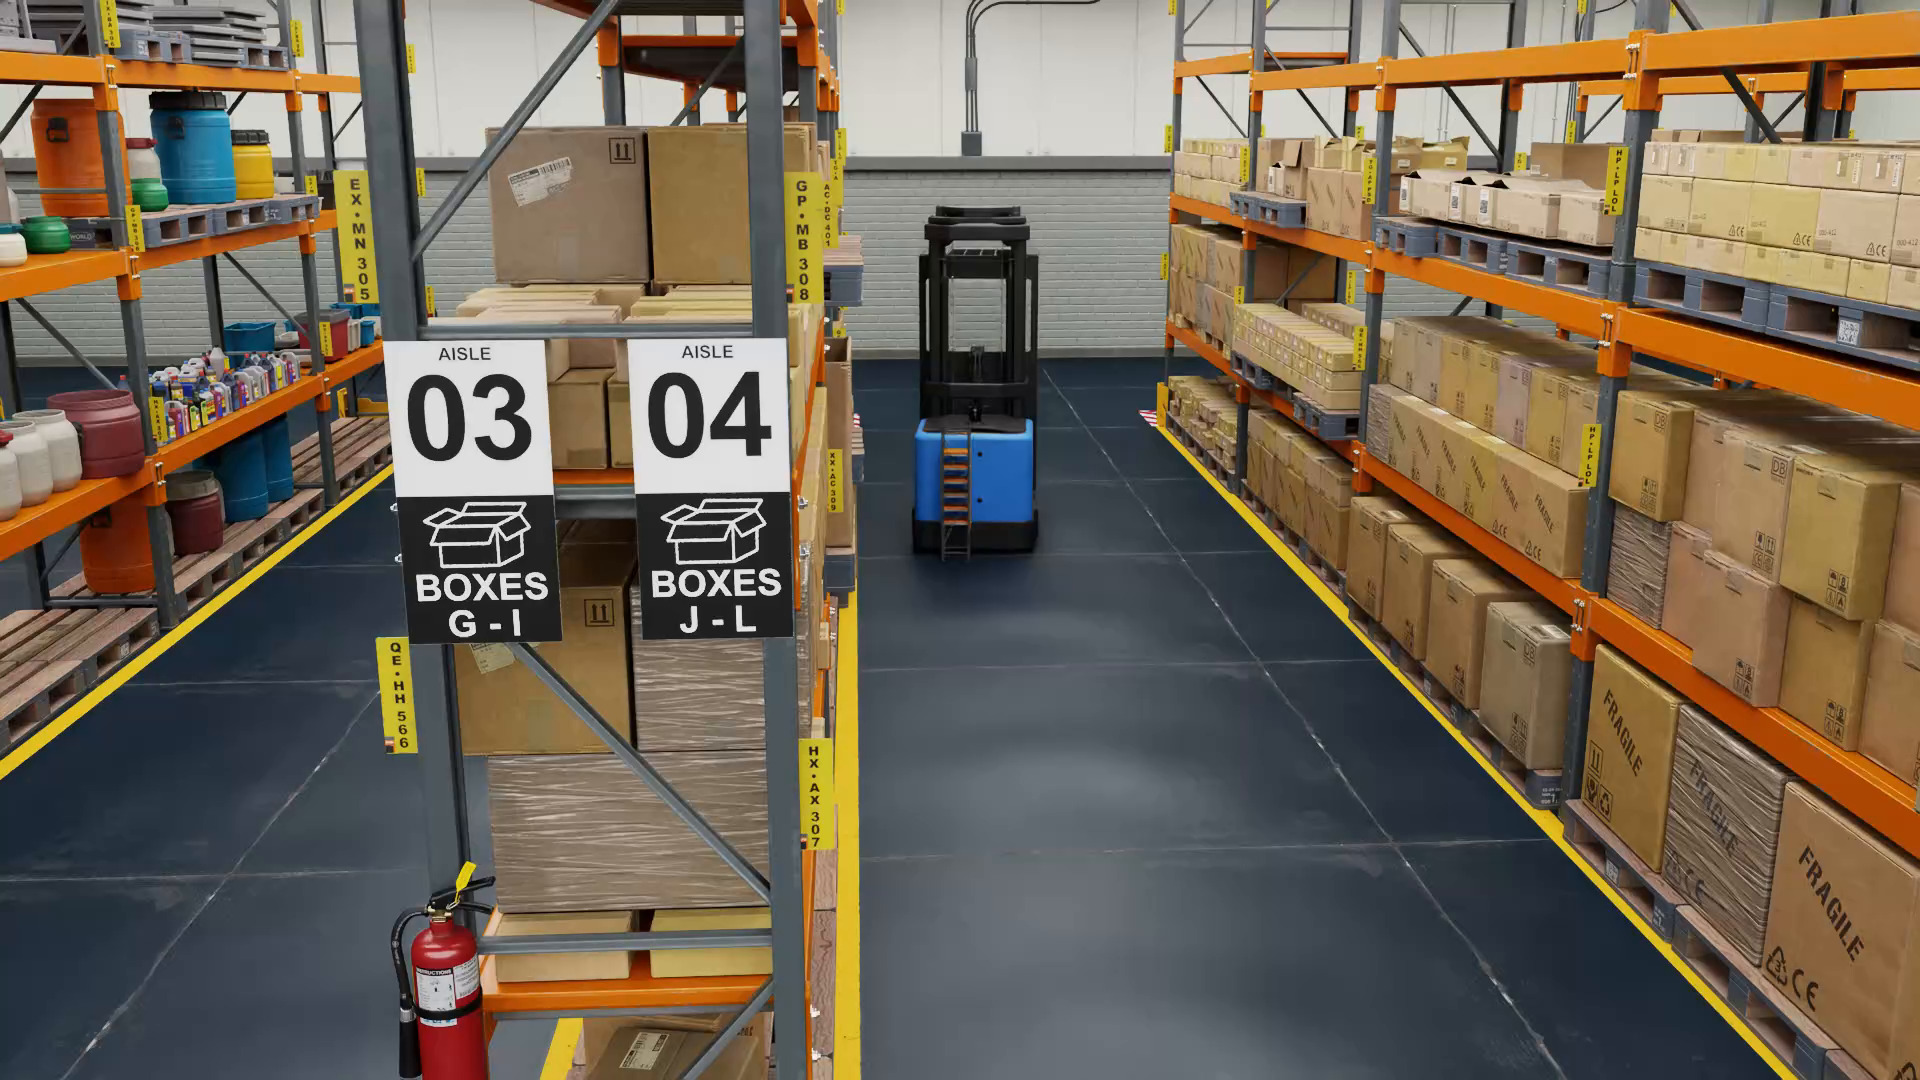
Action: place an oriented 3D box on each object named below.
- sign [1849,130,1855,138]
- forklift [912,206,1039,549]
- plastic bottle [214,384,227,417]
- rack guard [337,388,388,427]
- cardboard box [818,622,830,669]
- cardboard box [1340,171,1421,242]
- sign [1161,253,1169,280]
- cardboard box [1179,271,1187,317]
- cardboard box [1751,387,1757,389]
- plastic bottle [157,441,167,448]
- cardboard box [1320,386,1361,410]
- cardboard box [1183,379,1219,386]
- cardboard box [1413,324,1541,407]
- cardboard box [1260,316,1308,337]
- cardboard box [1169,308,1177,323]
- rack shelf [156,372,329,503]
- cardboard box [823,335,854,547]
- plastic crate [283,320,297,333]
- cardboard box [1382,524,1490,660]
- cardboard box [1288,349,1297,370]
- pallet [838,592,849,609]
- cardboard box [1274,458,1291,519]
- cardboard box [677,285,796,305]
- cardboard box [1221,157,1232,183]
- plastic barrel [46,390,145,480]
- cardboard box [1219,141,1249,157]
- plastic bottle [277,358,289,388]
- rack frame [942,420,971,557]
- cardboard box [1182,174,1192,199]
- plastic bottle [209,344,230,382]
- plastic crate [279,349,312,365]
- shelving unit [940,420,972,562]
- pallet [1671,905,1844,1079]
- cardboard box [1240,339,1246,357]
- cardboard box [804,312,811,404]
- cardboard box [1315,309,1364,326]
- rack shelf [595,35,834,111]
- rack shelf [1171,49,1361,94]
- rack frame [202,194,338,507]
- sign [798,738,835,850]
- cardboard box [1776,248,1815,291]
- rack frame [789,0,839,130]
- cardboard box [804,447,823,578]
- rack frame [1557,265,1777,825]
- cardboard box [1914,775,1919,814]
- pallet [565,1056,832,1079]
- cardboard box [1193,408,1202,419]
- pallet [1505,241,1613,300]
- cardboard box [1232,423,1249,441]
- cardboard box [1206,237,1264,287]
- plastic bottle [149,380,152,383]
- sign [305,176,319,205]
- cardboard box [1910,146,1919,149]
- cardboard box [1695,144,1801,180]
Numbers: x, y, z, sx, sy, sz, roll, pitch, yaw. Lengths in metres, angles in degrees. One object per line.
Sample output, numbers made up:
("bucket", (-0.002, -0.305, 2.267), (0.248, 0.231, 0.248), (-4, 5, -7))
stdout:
("sign", (8.751, -3.878, 16.390), (0.100, 0.325, 0.005), (-1, 14, -3))
("forklift", (0.181, -1.652, 15.565), (1.130, 2.935, 3.031), (1, 14, 3))
("plastic bottle", (-6.132, -1.154, 13.751), (0.097, 0.271, 0.097), (0, 14, 0))
("rack guard", (-6.887, -1.572, 20.134), (1.175, 0.500, 0.348), (-1, 14, -3))
("cardboard box", (-0.790, 0.487, 7.617), (0.380, 0.149, 0.250), (-1, 14, -3))
("cardboard box", (3.235, -2.555, 12.715), (0.500, 0.500, 0.500), (-1, 14, -3))
("sign", (2.486, -3.316, 20.157), (0.100, 0.325, 0.005), (-1, 14, -3))
("cardboard box", (2.838, -2.849, 19.282), (0.500, 0.500, 0.500), (-1, 14, -3))
("cardboard box", (8.328, -1.033, 16.444), (0.875, 0.875, 0.875), (0, 14, -2))
("plastic bottle", (-6.081, -0.840, 12.521), (0.152, 0.276, 0.135), (-1, 14, -3))
("cardboard box", (3.034, -1.113, 12.993), (0.380, 0.149, 0.250), (-1, 14, -3))
("cardboard box", (2.858, -1.814, 19.740), (0.380, 0.149, 0.250), (-1, 14, -2))
("cardboard box", (3.574, -1.211, 11.504), (0.700, 0.500, 0.500), (-1, 14, -4))
("cardboard box", (2.907, -1.916, 14.922), (0.380, 0.149, 0.250), (-1, 14, -4))
("cardboard box", (2.721, -2.698, 19.996), (0.380, 0.149, 0.250), (-1, 14, -4))
("rack shelf", (-6.501, -0.937, 14.091), (1.077, 0.370, 4.000), (-1, 14, -3))
("cardboard box", (-1.095, -0.563, 9.148), (1.000, 1.000, 1.000), (-1, 14, -3))
("plastic crate", (-7.085, -2.257, 17.993), (0.416, 0.233, 0.300), (-1, 14, -3))
("cardboard box", (3.529, 0.341, 11.354), (1.050, 0.750, 0.750), (-1, 14, -3))
("cardboard box", (2.973, -1.513, 13.952), (0.380, 0.149, 0.250), (-1, 14, -4))
("pallet", (-1.407, 0.289, 13.479), (1.003, 0.211, 1.213), (-1, 14, -3))
("cardboard box", (3.137, -0.454, 14.943), (0.500, 0.500, 0.500), (-1, 14, -2))
("cardboard box", (-0.739, -0.776, 5.503), (0.380, 0.149, 0.250), (-1, 14, -4))
("cardboard box", (2.973, -3.773, 16.948), (0.500, 0.250, 0.500), (-1, 15, -6))
("plastic barrel", (-6.046, -0.743, 11.620), (0.600, 0.536, 0.708), (-1, 14, -3))
("cardboard box", (2.911, -4.058, 17.257), (0.380, 0.149, 0.250), (-1, 15, -6))
("plastic bottle", (-6.255, -1.538, 15.235), (0.152, 0.276, 0.135), (-1, 14, -3))
("rack frame", (-0.030, -0.436, 14.313), (0.240, 1.200, 0.006), (1, 14, 3))
("cardboard box", (2.829, -4.039, 18.984), (0.500, 0.250, 0.500), (0, 14, -2))
("plastic bottle", (-6.924, -1.656, 15.541), (0.144, 0.351, 0.185), (-1, 14, -3))
("plastic crate", (-6.511, -1.802, 16.418), (0.396, 0.136, 0.243), (-1, 14, -3))
("shelving unit", (-0.034, -0.413, 14.224), (0.258, 1.200, 0.189), (1, 14, 3))
("pallet", (3.819, 1.924, 7.124), (1.003, 0.211, 1.213), (-1, 14, -3))
("cardboard box", (2.864, -1.818, 15.734), (0.380, 0.149, 0.250), (-1, 14, -3))
("cardboard box", (-0.774, -0.630, 5.735), (0.500, 0.250, 0.500), (-1, 14, -4))
("cardboard box", (3.527, -2.052, 15.450), (0.380, 0.149, 0.250), (-1, 14, -5))
("rack shelf", (-1.309, -2.730, 9.824), (1.077, 0.370, 4.000), (-1, 14, -3))
("rack shelf", (3.152, -4.963, 17.707), (1.077, 0.370, 4.000), (-1, 14, -3))
("rack frame", (-6.624, -1.782, 15.934), (1.000, 3.000, 0.127), (-1, 14, -3))
("sign", (-0.396, 0.698, 4.557), (0.100, 0.325, 0.005), (-1, 14, -3))
("cardboard box", (3.535, -1.091, 6.688), (0.380, 0.149, 0.250), (-1, 14, -3))
("rack frame", (-1.929, -5.759, 19.350), (1.000, 3.000, 0.127), (-1, 14, -3))
("cardboard box", (-0.793, -0.065, 6.456), (0.500, 0.500, 0.500), (-1, 14, -3))
("rack frame", (3.771, 0.079, 8.698), (1.000, 3.000, 0.127), (-1, 14, -3))
("cardboard box", (3.895, 0.773, 5.700), (0.875, 0.550, 0.550), (-1, 14, -3))
("pallet", (-0.957, 2.254, 5.840), (1.003, 0.211, 1.213), (-1, 14, -3))
("cardboard box", (2.887, -1.479, 19.037), (0.380, 0.149, 0.250), (-2, 15, -6))
("pallet", (3.665, -1.508, 9.232), (0.805, 0.209, 1.217), (-1, 15, -6))
("cardboard box", (2.994, -1.106, 16.988), (0.380, 0.149, 0.250), (0, 14, -2))
("cardboard box", (2.922, -2.956, 17.690), (0.500, 0.500, 0.500), (-1, 14, -2))
("plastic bottle", (-6.918, -1.258, 14.153), (0.097, 0.271, 0.097), (0, 14, 0))
("sign", (-6.075, -3.247, 15.590), (0.100, 0.325, 0.005), (-1, 14, -3))
("cardboard box", (4.176, -1.552, 6.878), (0.380, 0.149, 0.250), (-1, 14, -3))
("cardboard box", (3.487, -1.668, 7.328), (0.380, 0.149, 0.250), (-1, 14, -4))
